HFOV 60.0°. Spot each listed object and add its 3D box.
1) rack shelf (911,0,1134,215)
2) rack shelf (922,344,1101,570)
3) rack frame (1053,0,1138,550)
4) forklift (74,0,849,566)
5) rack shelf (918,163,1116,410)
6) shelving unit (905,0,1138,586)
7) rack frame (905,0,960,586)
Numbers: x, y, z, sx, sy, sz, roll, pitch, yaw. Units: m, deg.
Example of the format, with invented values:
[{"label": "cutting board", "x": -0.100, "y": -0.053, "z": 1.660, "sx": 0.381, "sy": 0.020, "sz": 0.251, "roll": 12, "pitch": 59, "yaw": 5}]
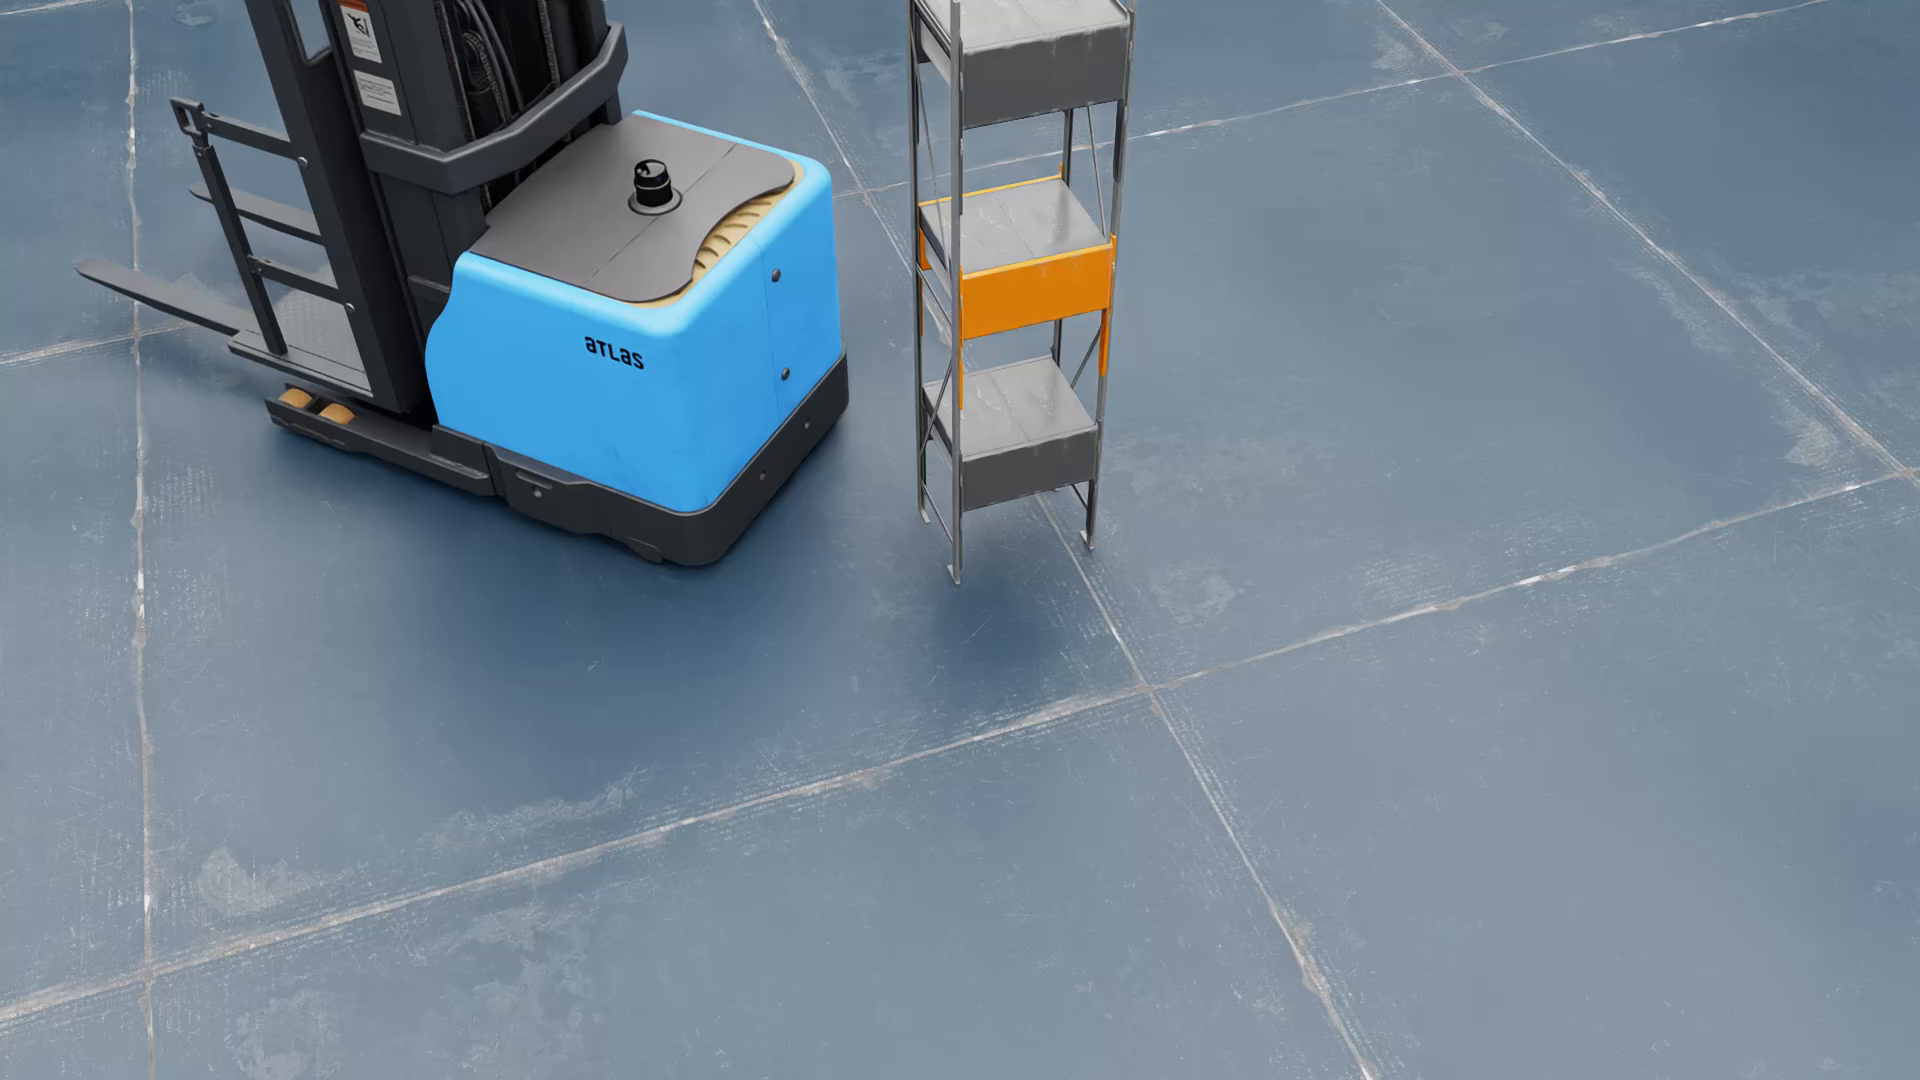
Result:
[{"label": "rack shelf", "x": 0.156, "y": -1.266, "z": 4.560, "sx": 0.480, "sy": 0.518, "sz": 0.431, "roll": -14, "pitch": 47, "yaw": -14}, {"label": "rack shelf", "x": 0.156, "y": -0.277, "z": 5.551, "sx": 0.480, "sy": 0.518, "sz": 0.431, "roll": -14, "pitch": 47, "yaw": -14}, {"label": "rack frame", "x": 0.385, "y": -0.840, "z": 5.104, "sx": 0.015, "sy": 2.100, "sz": 0.400, "roll": -14, "pitch": 47, "yaw": -14}, {"label": "forklift", "x": -1.963, "y": -1.680, "z": 5.355, "sx": 3.031, "sy": 2.935, "sz": 1.130, "roll": 19, "pitch": 48, "yaw": 18}, {"label": "rack shelf", "x": 0.156, "y": -0.771, "z": 5.056, "sx": 0.480, "sy": 0.518, "sz": 0.431, "roll": -14, "pitch": 47, "yaw": -14}, {"label": "shelving unit", "x": 0.156, "y": -0.781, "z": 5.046, "sx": 0.503, "sy": 2.100, "sz": 0.431, "roll": -14, "pitch": 47, "yaw": -14}, {"label": "rack frame", "x": -0.074, "y": -0.722, "z": 4.987, "sx": 0.015, "sy": 2.100, "sz": 0.400, "roll": -14, "pitch": 47, "yaw": -14}]
